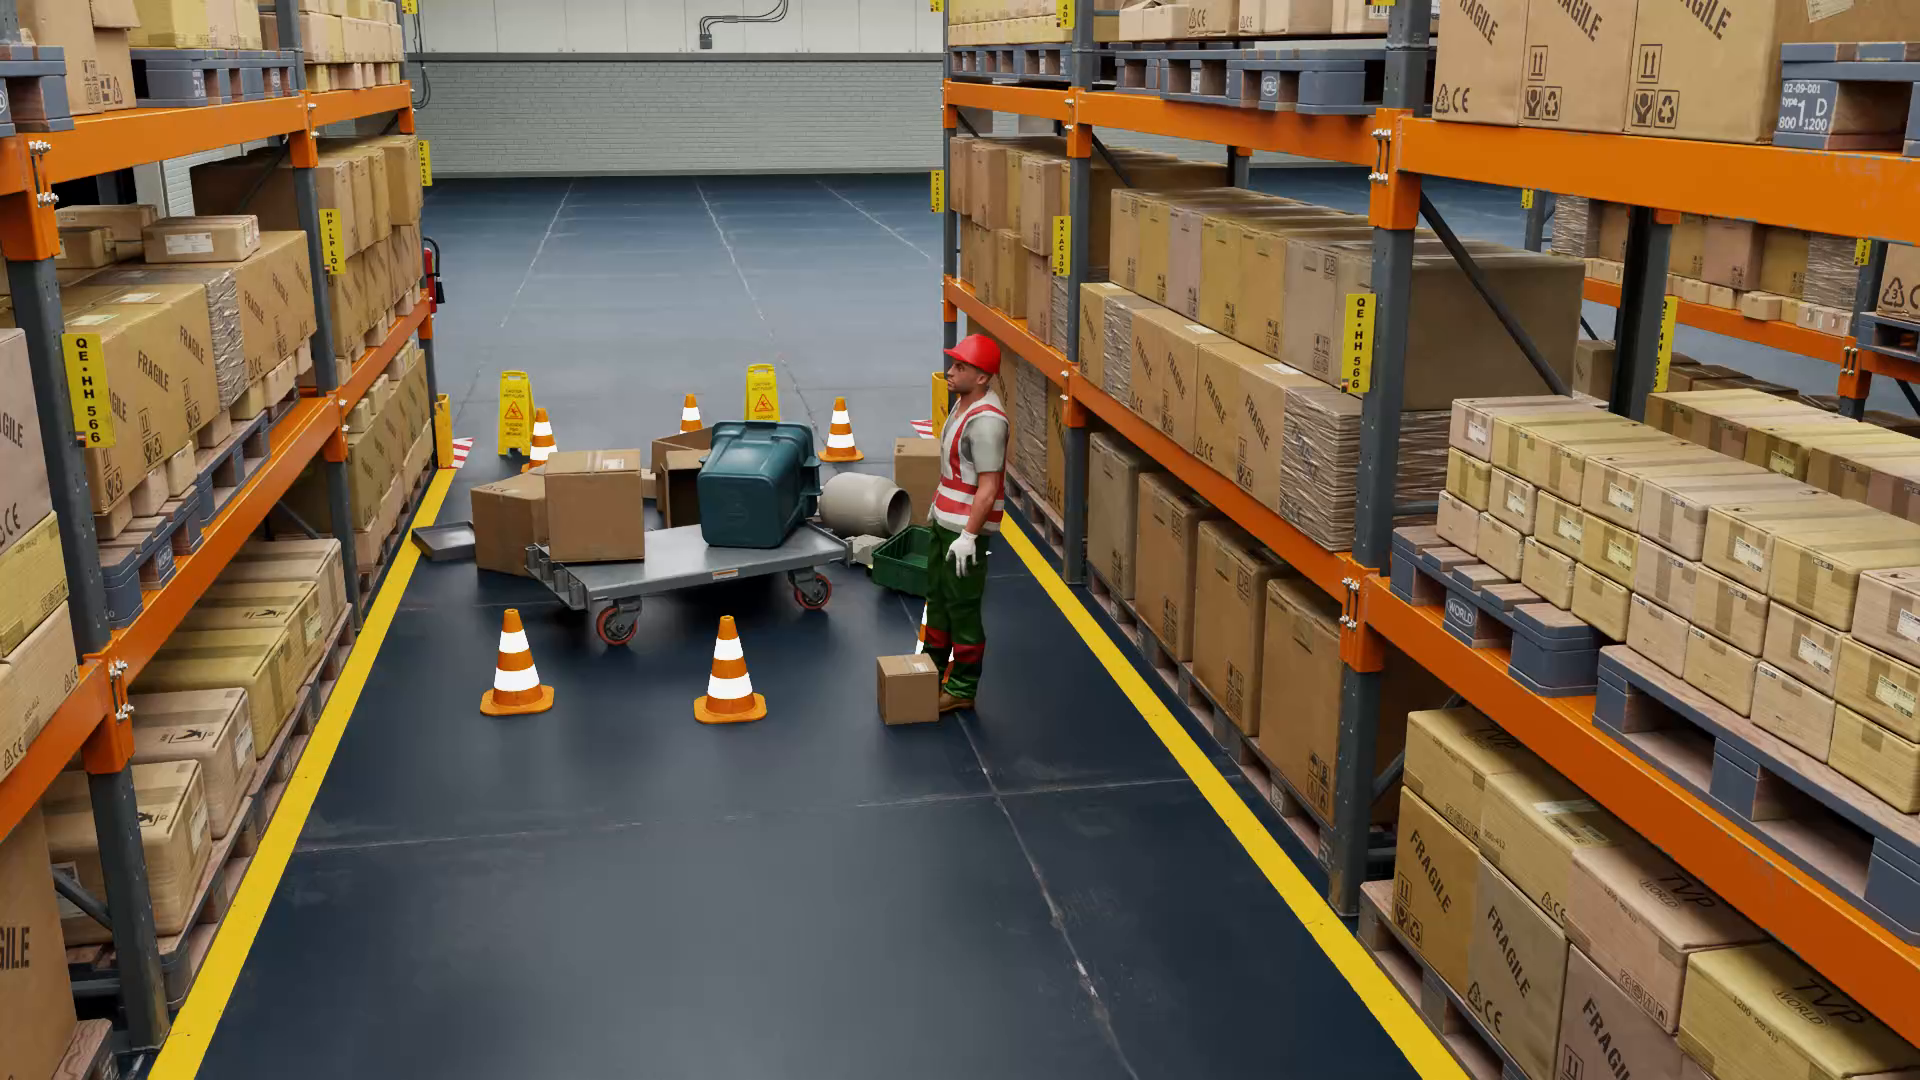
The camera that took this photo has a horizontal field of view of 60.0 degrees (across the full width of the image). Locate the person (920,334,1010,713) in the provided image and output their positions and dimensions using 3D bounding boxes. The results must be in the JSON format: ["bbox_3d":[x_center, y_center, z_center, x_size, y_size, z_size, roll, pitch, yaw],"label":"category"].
[{"bbox_3d":[-0.065,-0.066,7.683,0.564,1.788,0.637,-3,16,-10],"label":"person"}]
